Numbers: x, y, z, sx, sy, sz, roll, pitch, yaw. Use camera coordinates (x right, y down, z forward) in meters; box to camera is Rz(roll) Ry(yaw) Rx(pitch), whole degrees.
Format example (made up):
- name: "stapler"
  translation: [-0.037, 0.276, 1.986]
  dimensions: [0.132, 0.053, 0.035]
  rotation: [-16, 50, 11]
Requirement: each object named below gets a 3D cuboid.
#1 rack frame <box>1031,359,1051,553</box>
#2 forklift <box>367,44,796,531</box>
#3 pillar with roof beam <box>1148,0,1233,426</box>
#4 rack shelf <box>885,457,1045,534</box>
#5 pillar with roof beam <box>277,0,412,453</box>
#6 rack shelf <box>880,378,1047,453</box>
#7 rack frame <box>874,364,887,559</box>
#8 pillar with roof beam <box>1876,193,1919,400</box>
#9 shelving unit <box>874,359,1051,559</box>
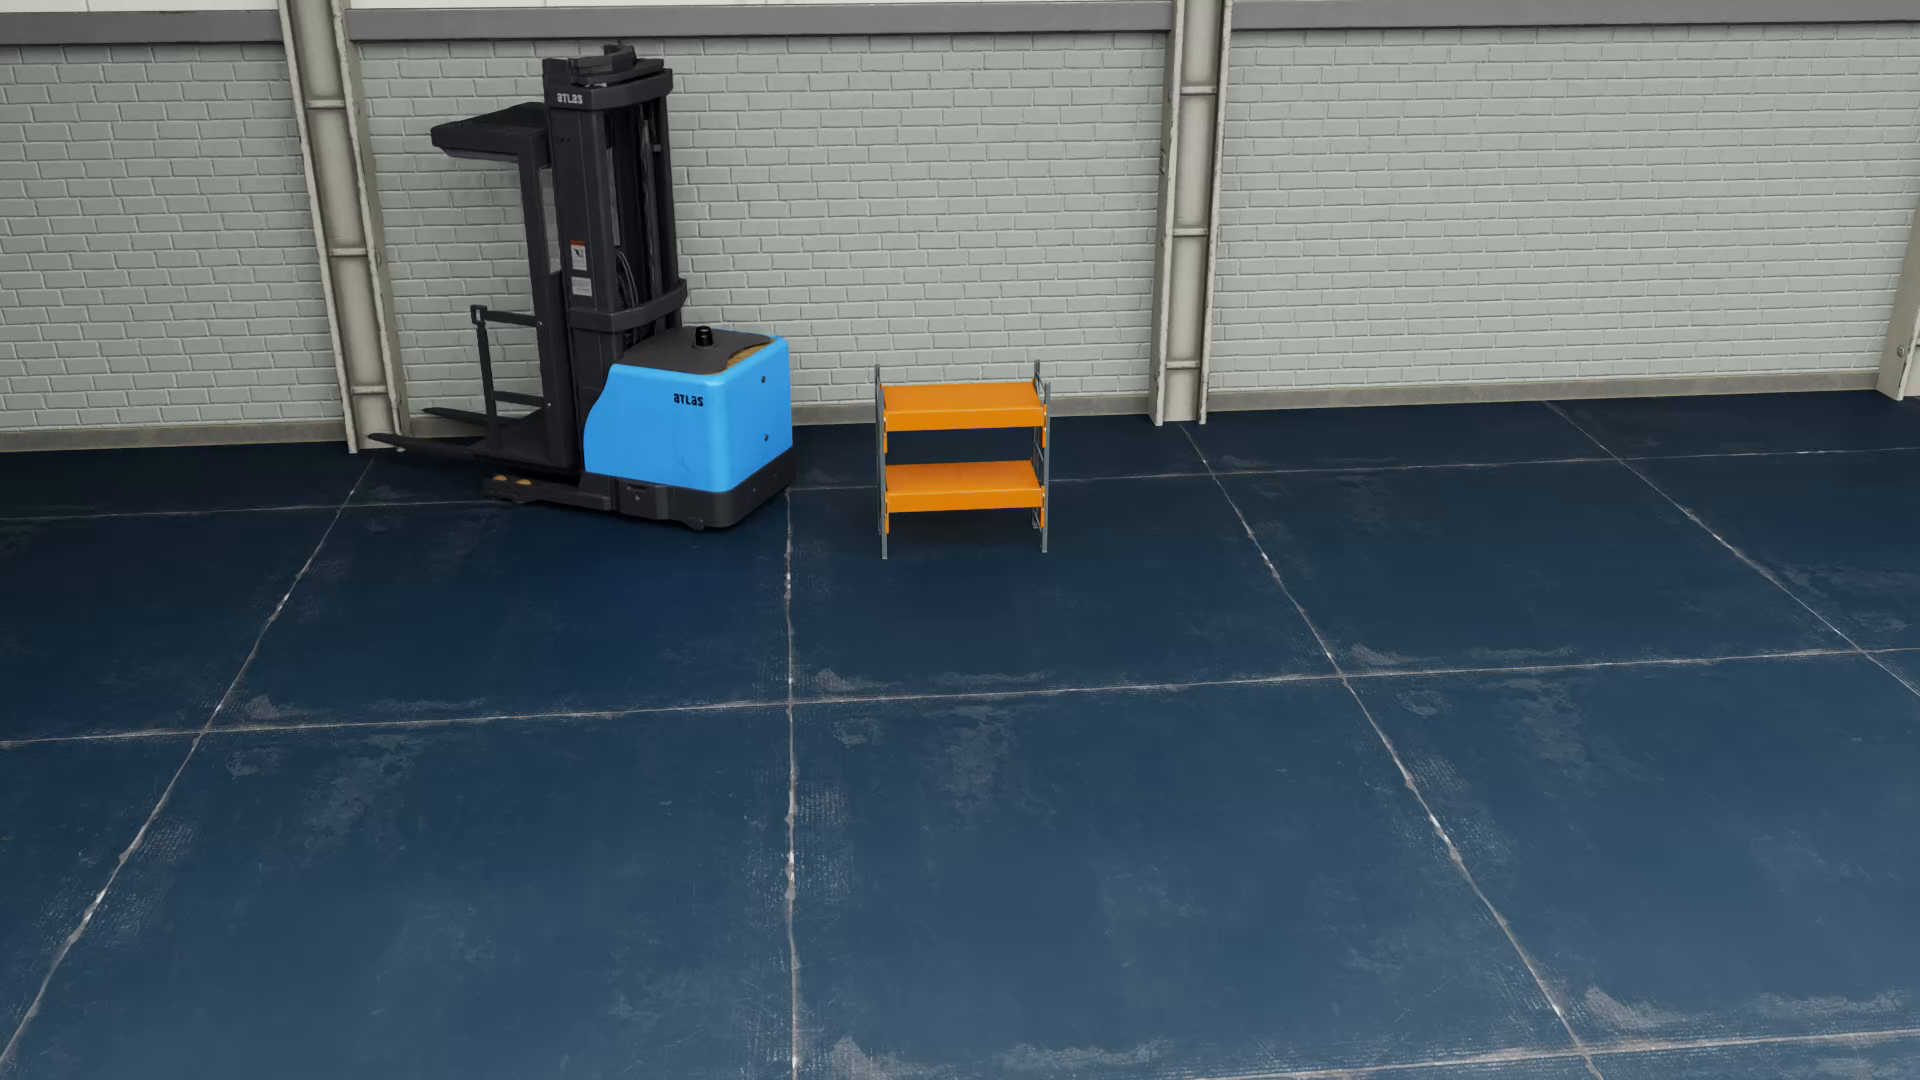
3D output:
- name: "rack frame"
  translation: [0.513, -0.535, 10.568]
  dimensions: [0.032, 1.125, 0.500]
  rotation: [-2, 24, -5]
- name: "forklift"
  translation: [-2.706, -1.769, 11.122]
  dimensions: [3.031, 2.935, 1.130]
  rotation: [9, 26, 20]
- name: "pillar with roof beam"
  translation: [2.100, -3.317, 7.134]
  dimensions: [0.400, 9.000, 9.100]
  rotation: [-2, 24, -5]
- name: "rack shelf"
  translation: [0.007, -0.291, 10.621]
  dimensions: [1.000, 0.278, 0.538]
  rotation: [-2, 24, -5]
- name: "pillar with roof beam"
  translation: [-3.871, -3.078, 6.595]
  dimensions: [0.400, 9.000, 9.100]
  rotation: [-2, 24, -5]
- name: "rack shelf"
  translation: [0.007, -0.782, 10.403]
  dimensions: [1.000, 0.278, 0.538]
  rotation: [-2, 24, -5]
- name: "rack frame"
  translation: [-0.499, -0.494, 10.476]
  dimensions: [0.032, 1.125, 0.500]
  rotation: [-2, 24, -5]
- name: "pillar with roof beam"
  translation: [8.071, -3.557, 7.673]
  dimensions: [0.400, 9.000, 9.100]
  rotation: [-2, 24, -5]
- name: "shelving unit"
  translation: [0.007, -0.514, 10.522]
  dimensions: [1.048, 1.125, 0.538]
  rotation: [-2, 24, -5]
